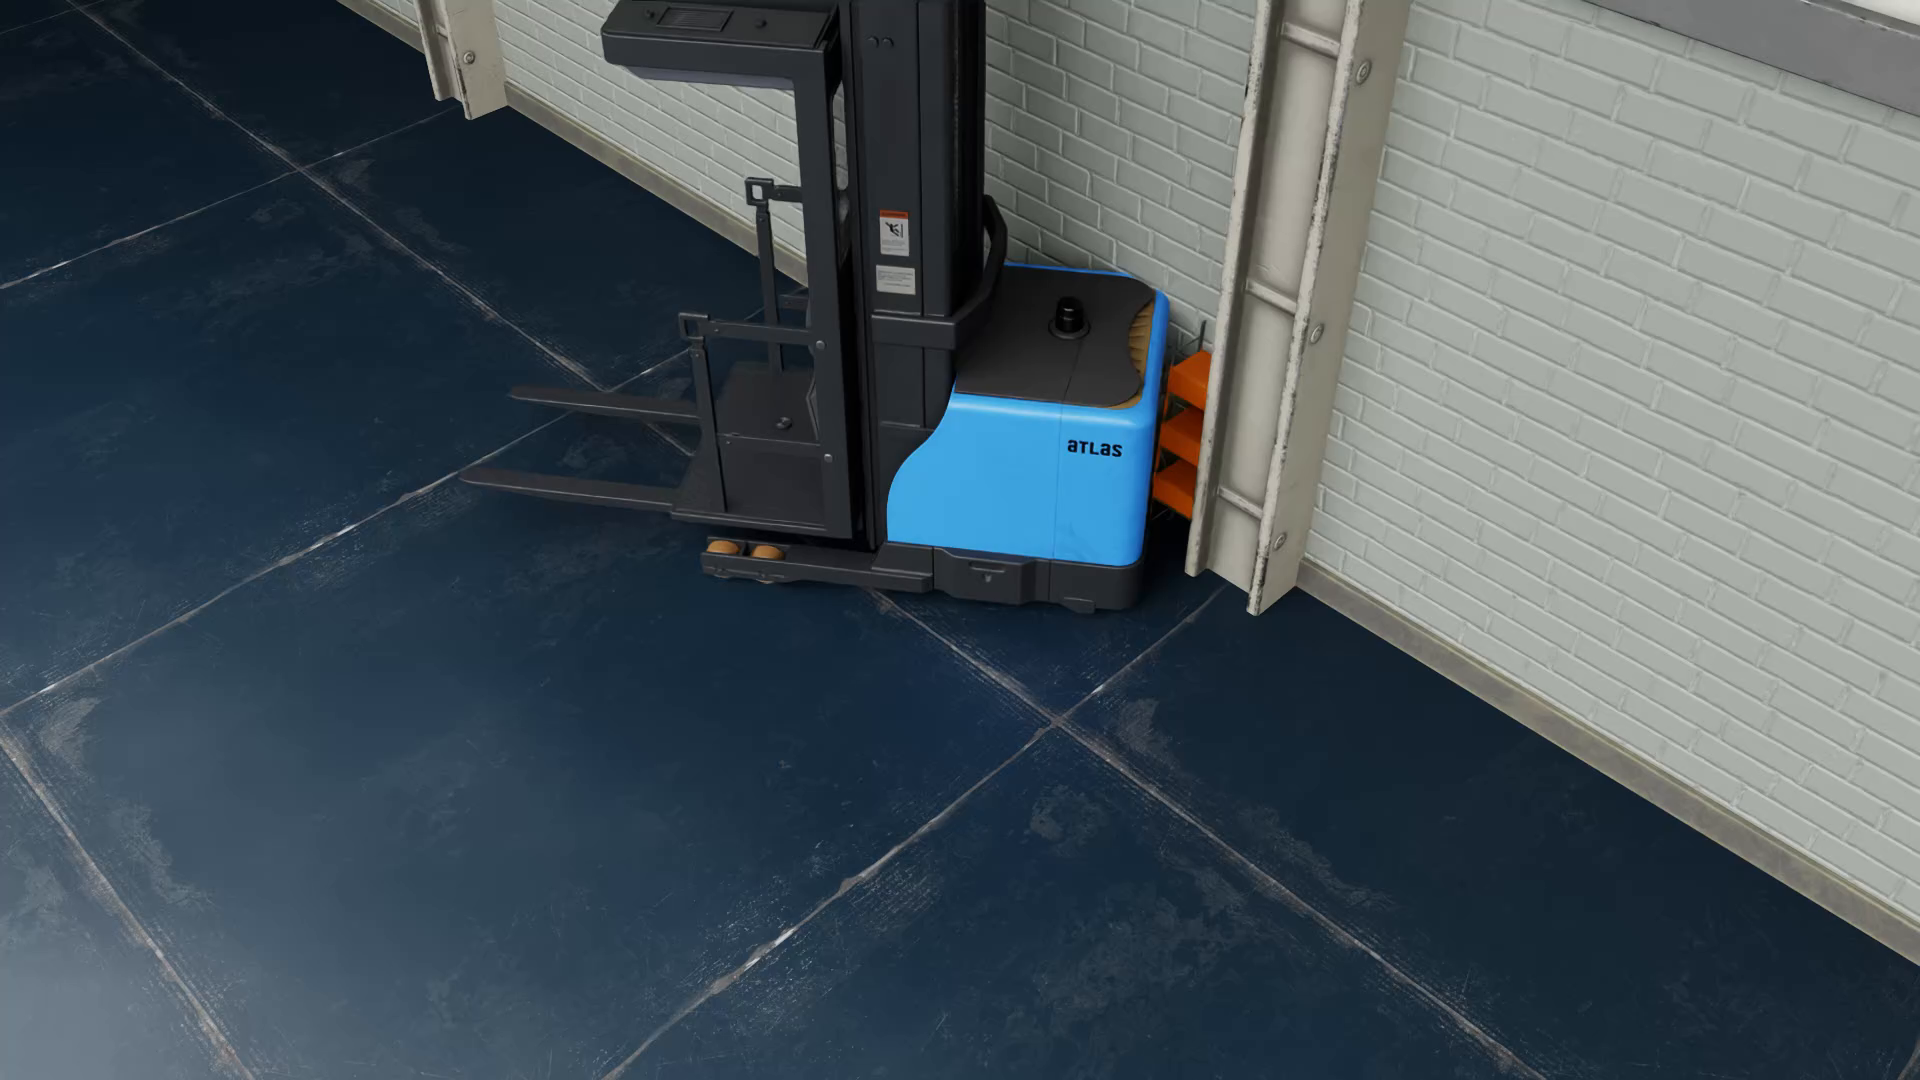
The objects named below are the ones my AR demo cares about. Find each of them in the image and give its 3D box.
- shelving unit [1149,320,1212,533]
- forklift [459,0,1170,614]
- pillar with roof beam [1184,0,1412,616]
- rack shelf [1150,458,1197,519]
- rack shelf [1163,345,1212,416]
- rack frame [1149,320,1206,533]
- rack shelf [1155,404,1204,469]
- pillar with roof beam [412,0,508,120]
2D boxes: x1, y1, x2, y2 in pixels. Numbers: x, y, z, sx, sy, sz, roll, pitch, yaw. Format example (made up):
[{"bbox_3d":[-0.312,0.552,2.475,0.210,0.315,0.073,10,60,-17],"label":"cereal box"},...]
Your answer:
[{"bbox_3d":[0.997,-0.399,7.022,0.252,1.050,0.215,35,50,31],"label":"shelving unit"},{"bbox_3d":[-0.664,-1.238,6.548,3.031,2.935,1.130,6,43,7],"label":"forklift"},{"bbox_3d":[-1.829,-1.086,1.912,9.100,9.000,0.400,-34,53,-31],"label":"pillar with roof beam"},{"bbox_3d":[0.985,-0.182,7.212,0.240,0.259,0.215,35,50,31],"label":"rack shelf"},{"bbox_3d":[1.008,-0.604,6.842,0.240,0.259,0.215,35,50,31],"label":"rack shelf"},{"bbox_3d":[0.910,-0.458,7.085,0.008,1.050,0.200,35,50,31],"label":"rack frame"},{"bbox_3d":[0.996,-0.391,7.029,0.240,0.259,0.215,35,50,31],"label":"rack shelf"},{"bbox_3d":[-6.066,-3.969,5.032,9.100,9.000,0.400,-34,53,-31],"label":"pillar with roof beam"}]
